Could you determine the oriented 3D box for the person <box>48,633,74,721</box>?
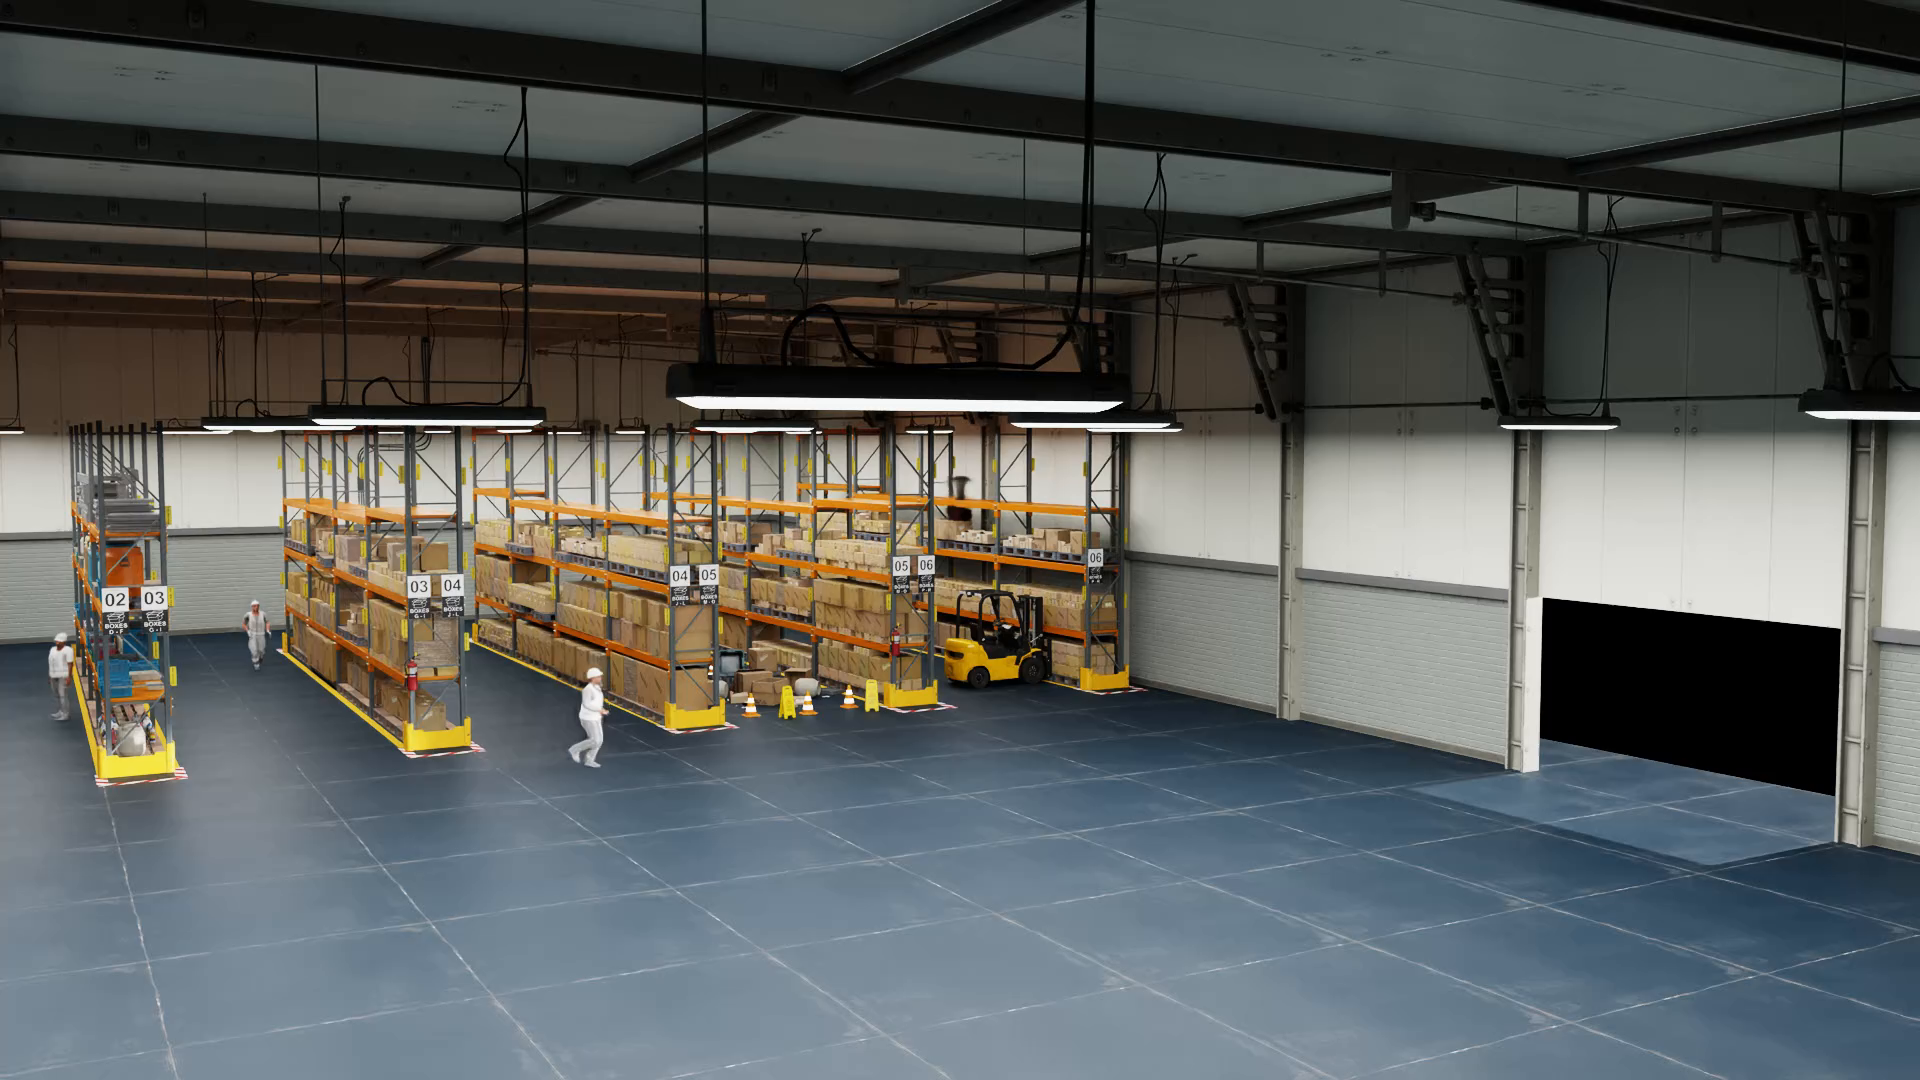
[{"bbox_3d":[-18.223,2.760,33.688,0.629,1.770,0.492,1,4,18],"label":"person"}]

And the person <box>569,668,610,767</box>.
[{"bbox_3d":[-6.402,3.089,28.863,0.767,1.745,0.649,0,4,7],"label":"person"}]

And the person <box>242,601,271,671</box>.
[{"bbox_3d":[-17.265,2.339,40.824,0.660,1.729,0.645,-2,4,-27],"label":"person"}]
